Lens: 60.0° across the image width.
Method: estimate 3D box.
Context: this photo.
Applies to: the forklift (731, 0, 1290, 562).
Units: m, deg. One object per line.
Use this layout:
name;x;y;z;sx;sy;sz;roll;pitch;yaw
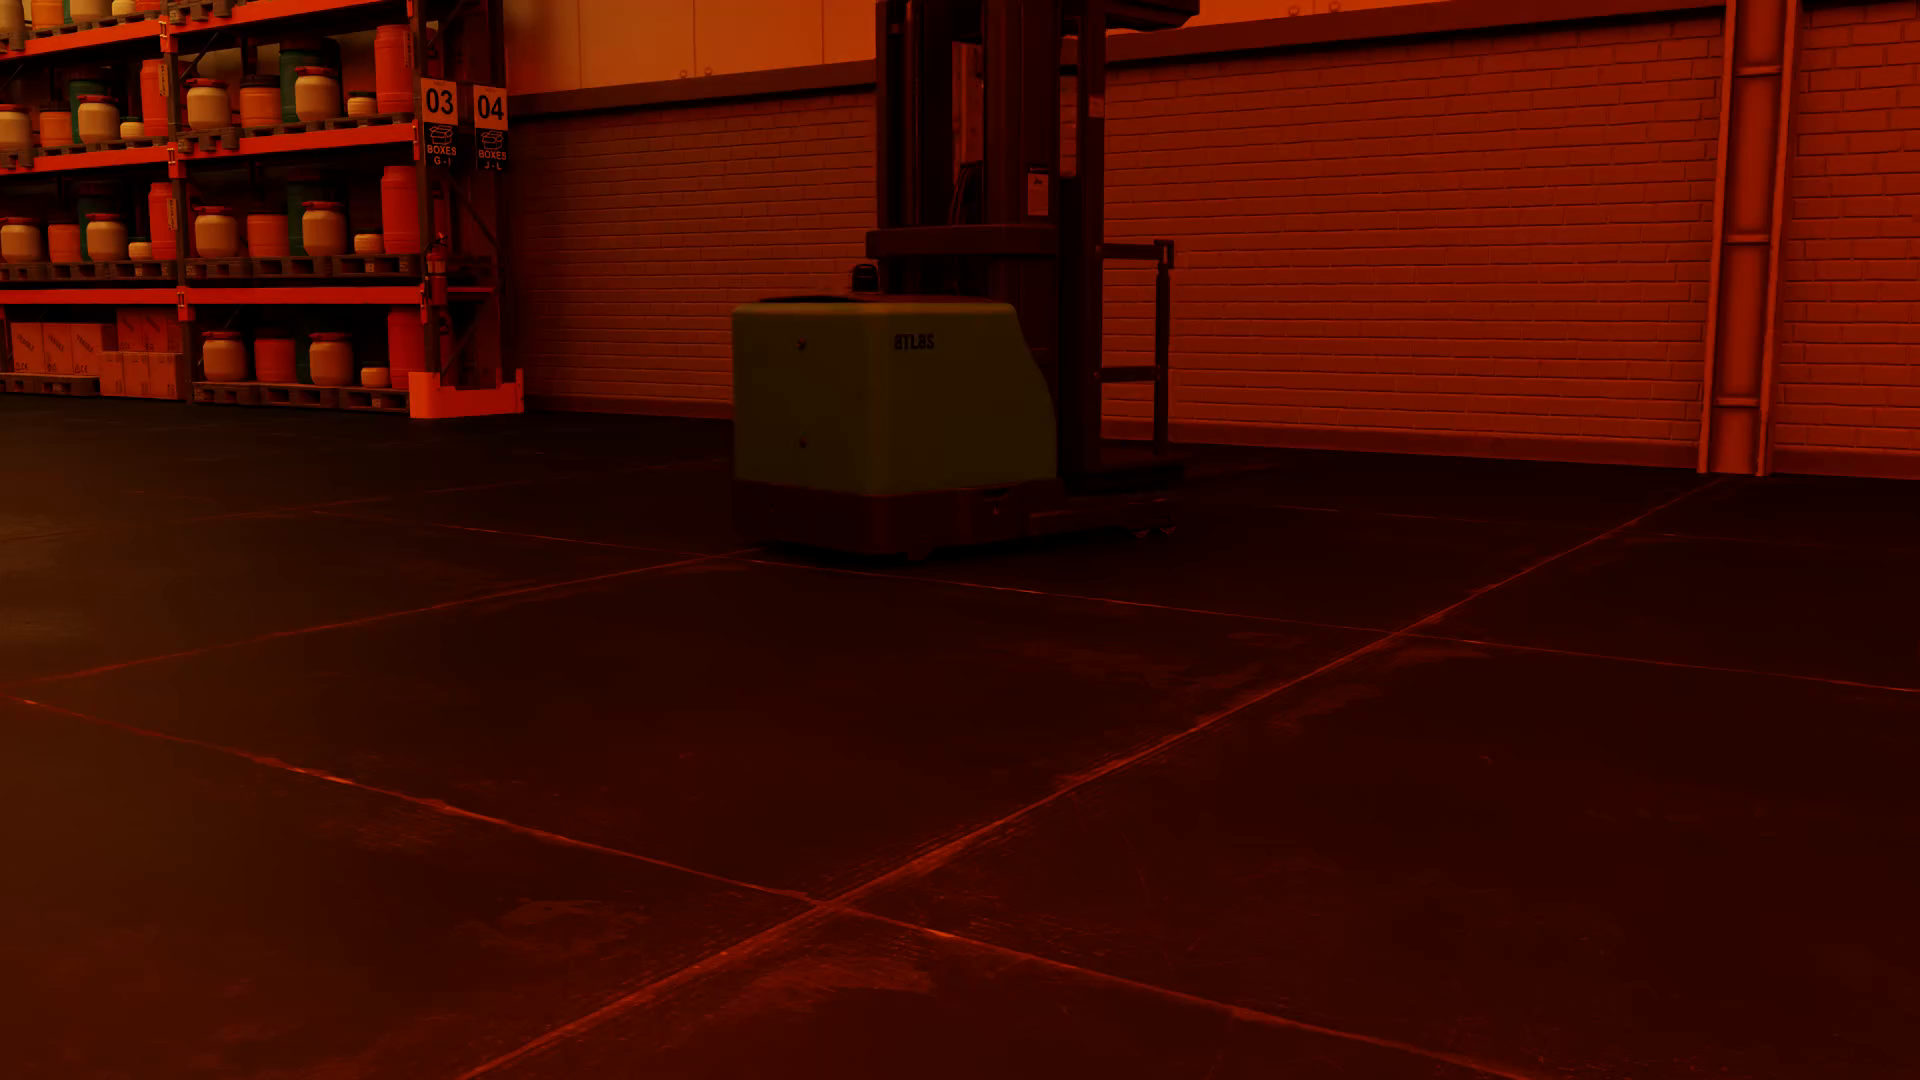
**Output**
forklift;0.410;-1.513;7.833;3.031;2.935;1.130;-7;11;-42
